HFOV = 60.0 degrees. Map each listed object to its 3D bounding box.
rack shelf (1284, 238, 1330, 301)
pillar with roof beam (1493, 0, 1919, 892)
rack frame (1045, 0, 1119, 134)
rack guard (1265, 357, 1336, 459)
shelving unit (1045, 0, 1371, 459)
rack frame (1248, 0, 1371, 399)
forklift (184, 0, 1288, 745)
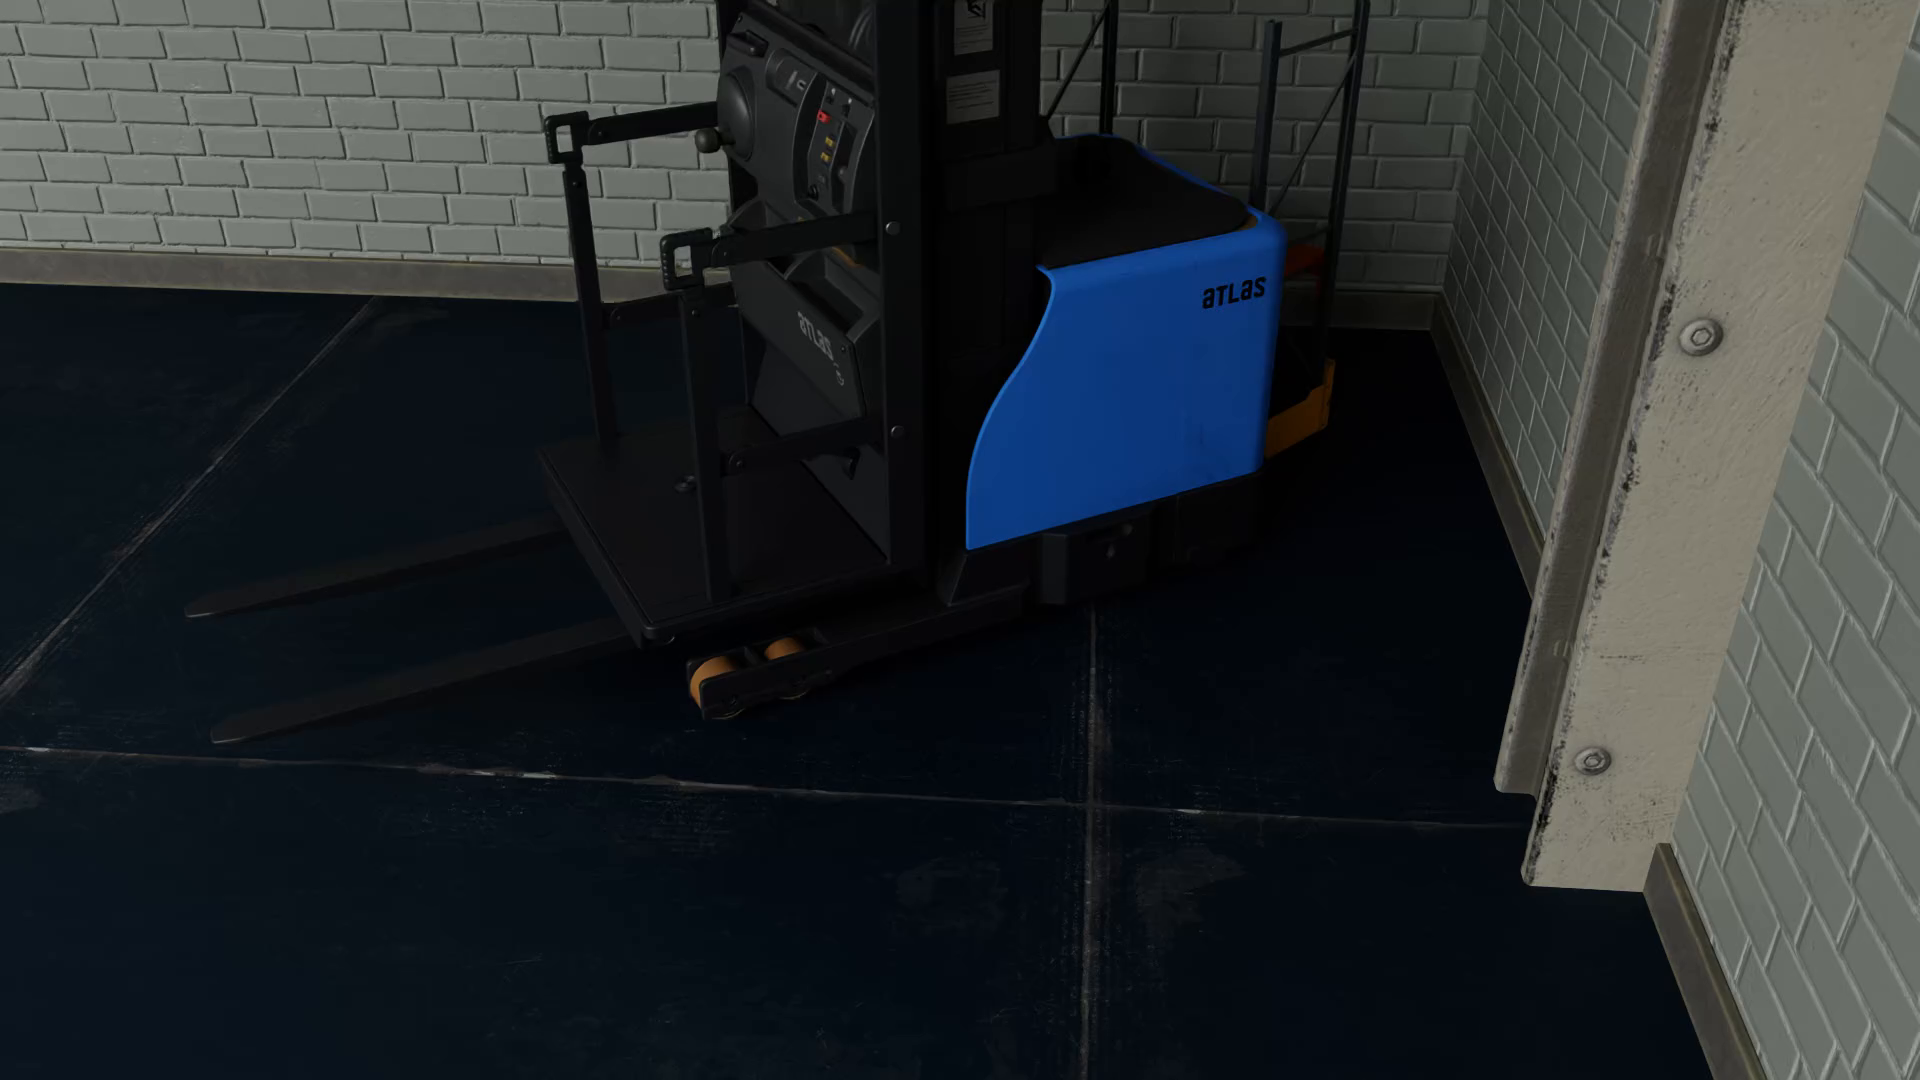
[{"bbox_3d":[0.723,-0.993,5.775,0.538,0.185,1.000,-27,41,-36],"label":"rack shelf"},{"bbox_3d":[-2.786,-3.297,2.023,9.100,9.000,0.400,2,32,4],"label":"pillar with roof beam"},{"bbox_3d":[0.369,-1.338,5.991,0.500,1.500,0.032,-27,41,-36],"label":"rack frame"},{"bbox_3d":[1.077,-0.424,5.699,0.587,0.250,0.087,-27,41,-36],"label":"rack guard"},{"bbox_3d":[0.730,-1.143,5.675,0.587,1.500,1.083,-27,41,-36],"label":"shelving unit"},{"bbox_3d":[1.078,-0.955,5.370,0.500,1.500,0.032,-27,41,-36],"label":"rack frame"},{"bbox_3d":[-0.614,-1.083,4.214,3.031,2.935,1.130,-15,35,-23],"label":"forklift"}]
